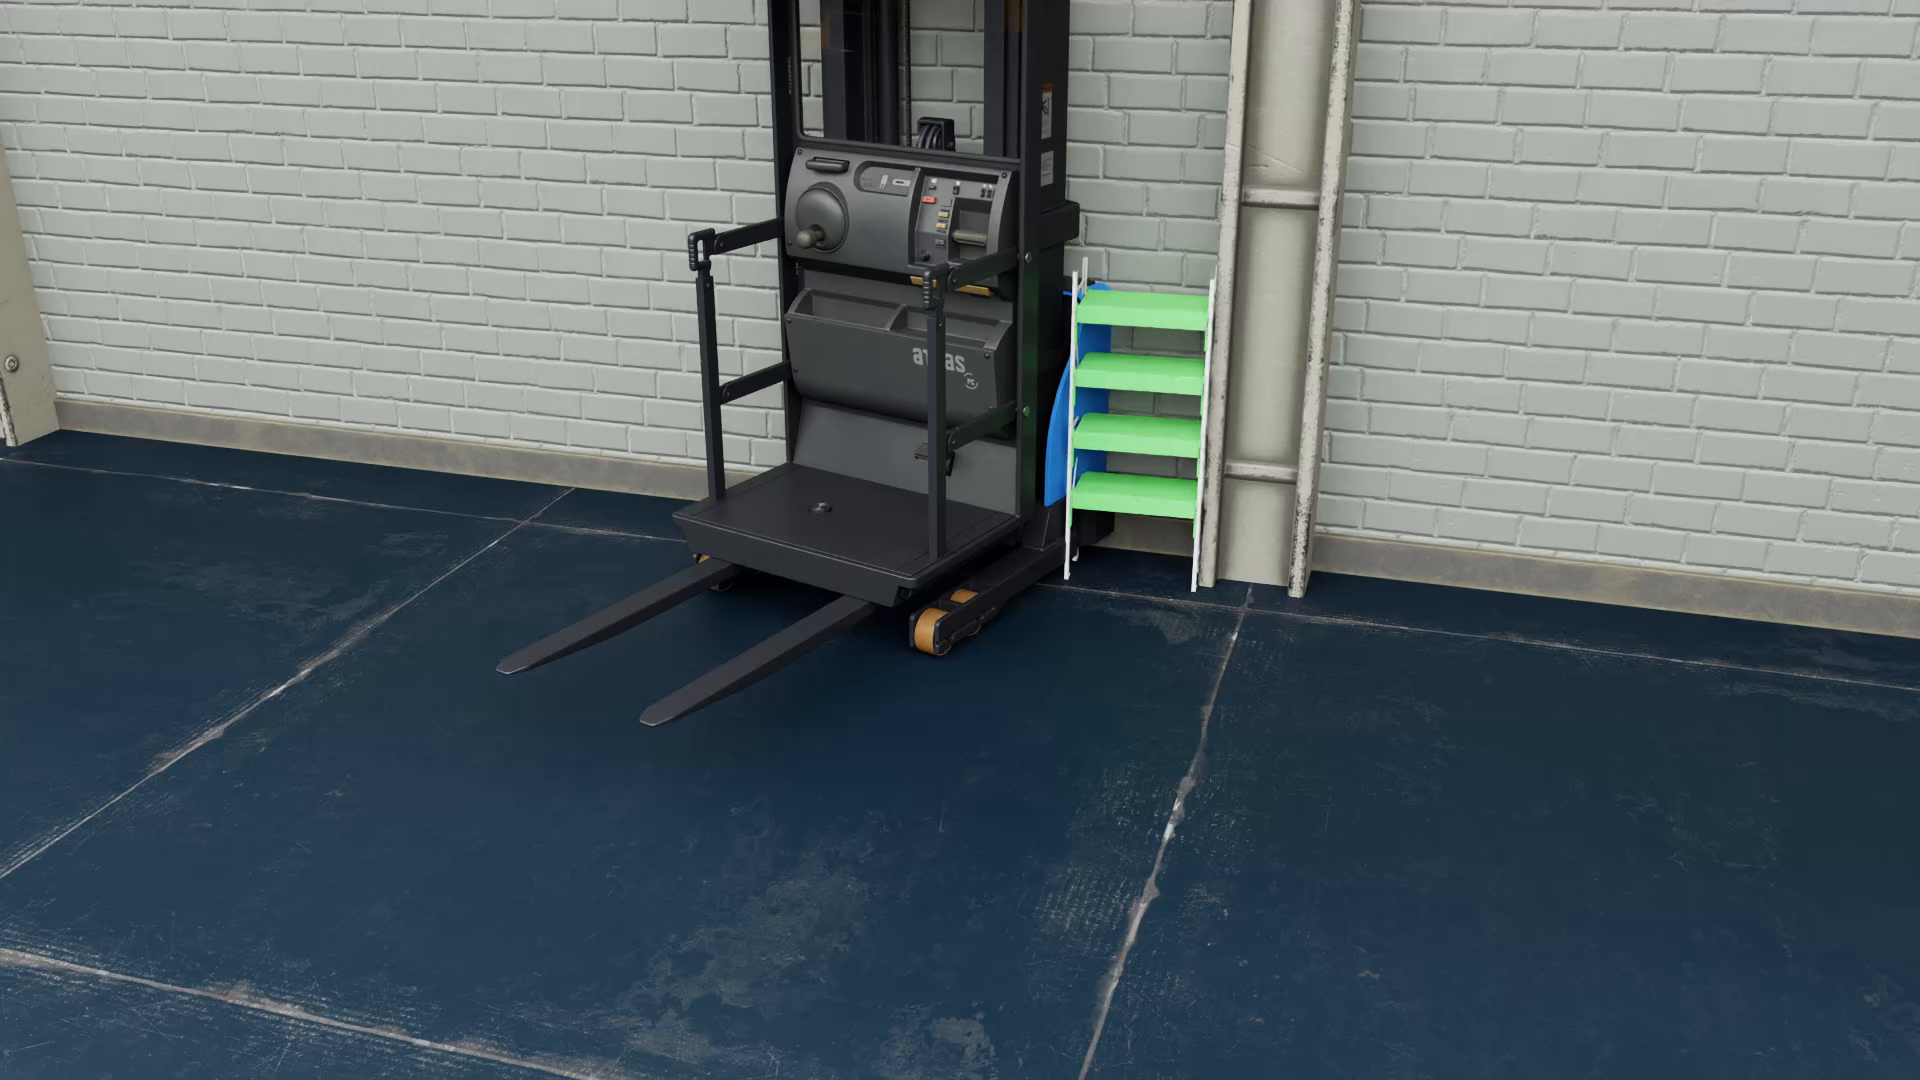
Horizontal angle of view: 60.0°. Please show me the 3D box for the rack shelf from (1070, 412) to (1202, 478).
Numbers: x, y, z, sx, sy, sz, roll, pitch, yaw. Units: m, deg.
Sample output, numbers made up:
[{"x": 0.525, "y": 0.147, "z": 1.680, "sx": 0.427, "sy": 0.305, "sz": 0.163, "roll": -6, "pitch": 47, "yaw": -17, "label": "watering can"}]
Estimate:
[{"x": 0.674, "y": -0.366, "z": 6.244, "sx": 0.480, "sy": 0.148, "sz": 0.258, "roll": 5, "pitch": 23, "yaw": 12, "label": "rack shelf"}]

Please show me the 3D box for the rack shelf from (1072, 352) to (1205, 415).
[{"x": 0.674, "y": -0.587, "z": 6.152, "sx": 0.480, "sy": 0.148, "sz": 0.258, "roll": 5, "pitch": 23, "yaw": 12, "label": "rack shelf"}]

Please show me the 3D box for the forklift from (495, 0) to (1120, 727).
[{"x": -0.346, "y": -1.156, "z": 5.727, "sx": 1.130, "sy": 2.935, "sz": 3.031, "roll": 14, "pitch": 26, "yaw": 31, "label": "forklift"}]

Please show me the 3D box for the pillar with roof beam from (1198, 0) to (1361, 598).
[{"x": -0.101, "y": -2.460, "z": 0.910, "sx": 0.400, "sy": 9.000, "sz": 9.100, "roll": 7, "pitch": 23, "yaw": 16, "label": "pillar with roof beam"}]

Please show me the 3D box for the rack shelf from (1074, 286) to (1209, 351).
[{"x": 0.675, "y": -0.808, "z": 6.059, "sx": 0.480, "sy": 0.148, "sz": 0.258, "roll": 5, "pitch": 23, "yaw": 12, "label": "rack shelf"}]

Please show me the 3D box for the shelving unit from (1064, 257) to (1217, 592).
[{"x": 0.674, "y": -0.425, "z": 6.220, "sx": 0.503, "sy": 1.200, "sz": 0.258, "roll": 5, "pitch": 23, "yaw": 12, "label": "shelving unit"}]

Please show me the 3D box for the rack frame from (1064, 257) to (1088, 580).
[{"x": 0.437, "y": -0.447, "z": 6.271, "sx": 0.015, "sy": 1.200, "sz": 0.240, "roll": 5, "pitch": 23, "yaw": 12, "label": "rack frame"}]

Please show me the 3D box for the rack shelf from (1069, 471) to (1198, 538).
[{"x": 0.674, "y": -0.144, "z": 6.337, "sx": 0.480, "sy": 0.148, "sz": 0.258, "roll": 5, "pitch": 23, "yaw": 12, "label": "rack shelf"}]

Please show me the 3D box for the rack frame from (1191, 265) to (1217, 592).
[{"x": 0.911, "y": -0.403, "z": 6.168, "sx": 0.015, "sy": 1.200, "sz": 0.240, "roll": 5, "pitch": 23, "yaw": 12, "label": "rack frame"}]

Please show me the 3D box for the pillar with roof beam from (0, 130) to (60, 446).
[{"x": -5.845, "y": -3.118, "z": 2.513, "sx": 0.400, "sy": 9.000, "sz": 9.100, "roll": 7, "pitch": 23, "yaw": 16, "label": "pillar with roof beam"}]
